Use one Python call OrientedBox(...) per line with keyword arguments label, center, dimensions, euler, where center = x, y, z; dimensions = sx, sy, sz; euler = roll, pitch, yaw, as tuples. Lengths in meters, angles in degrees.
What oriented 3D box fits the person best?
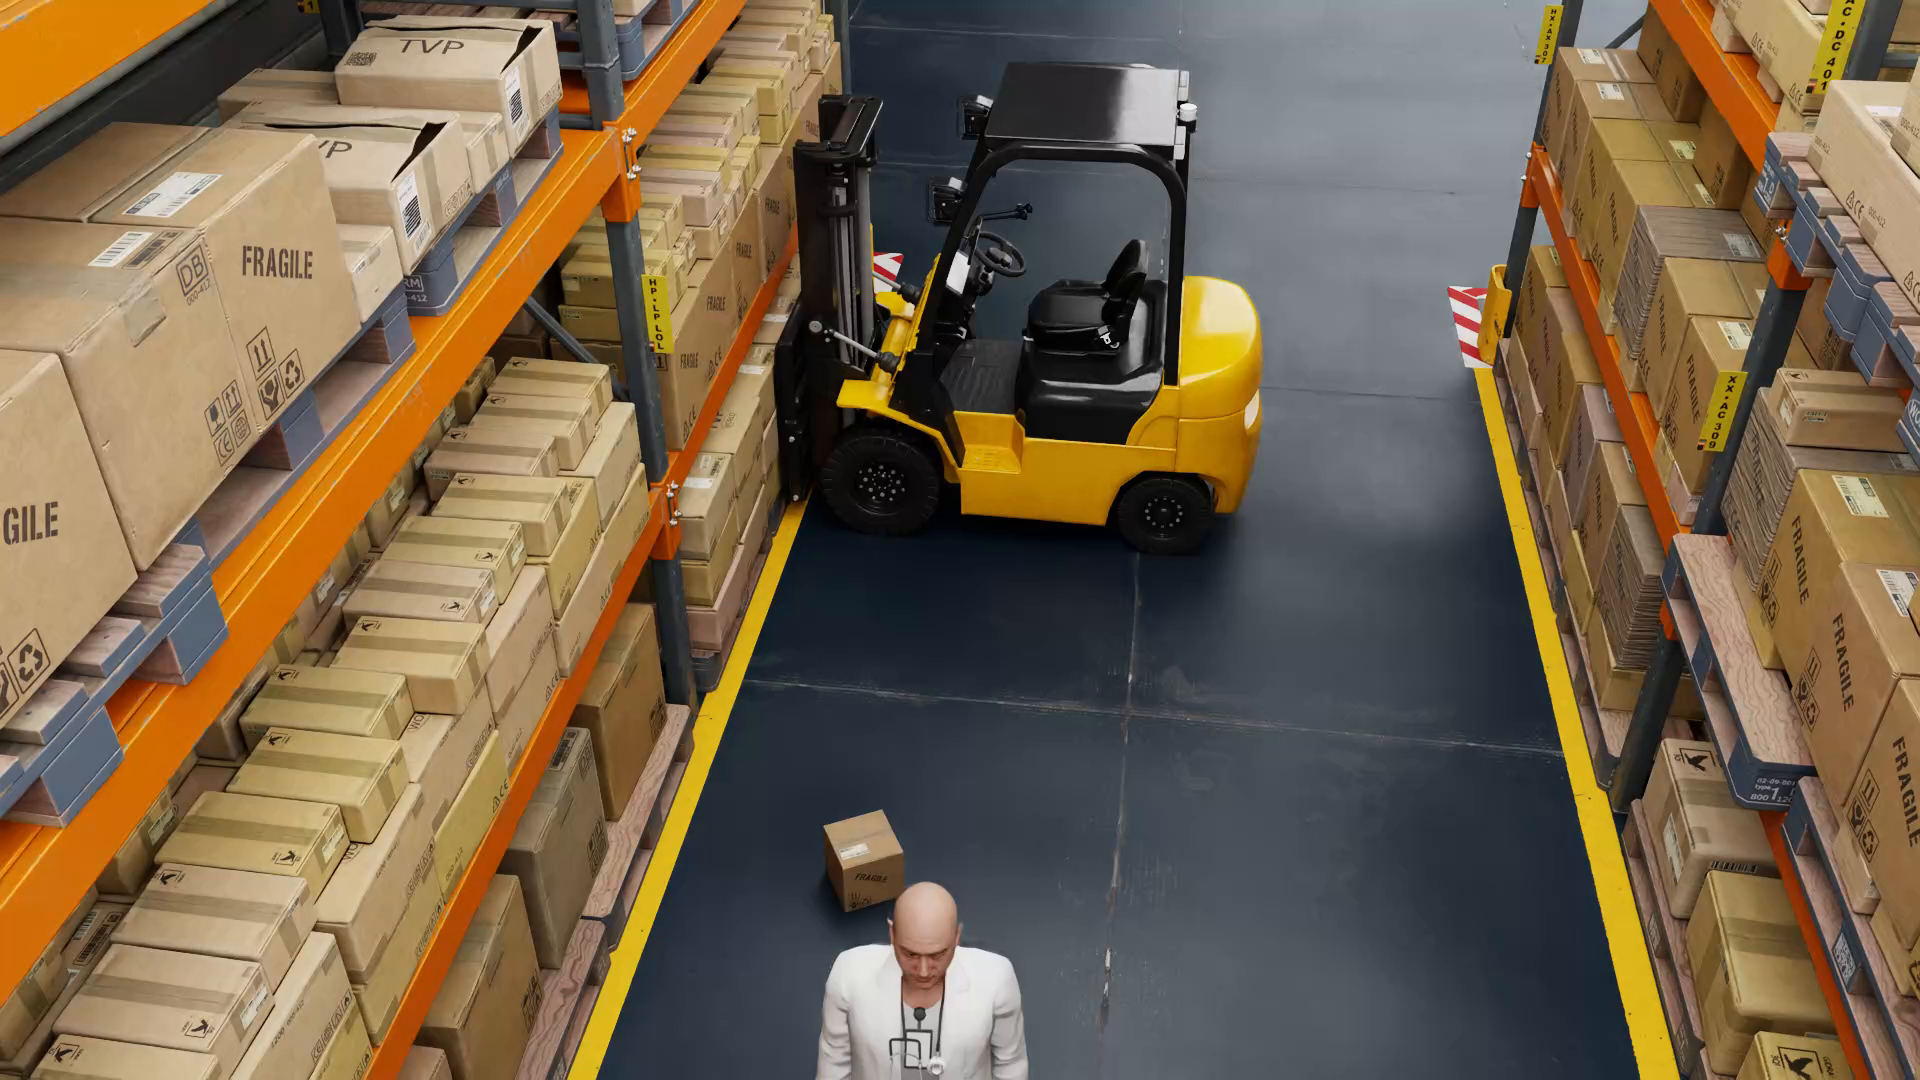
OrientedBox(label="person", center=(-0.111, 1.634, 4.730), dimensions=(0.624, 1.762, 0.635), euler=(0, 36, 1))
